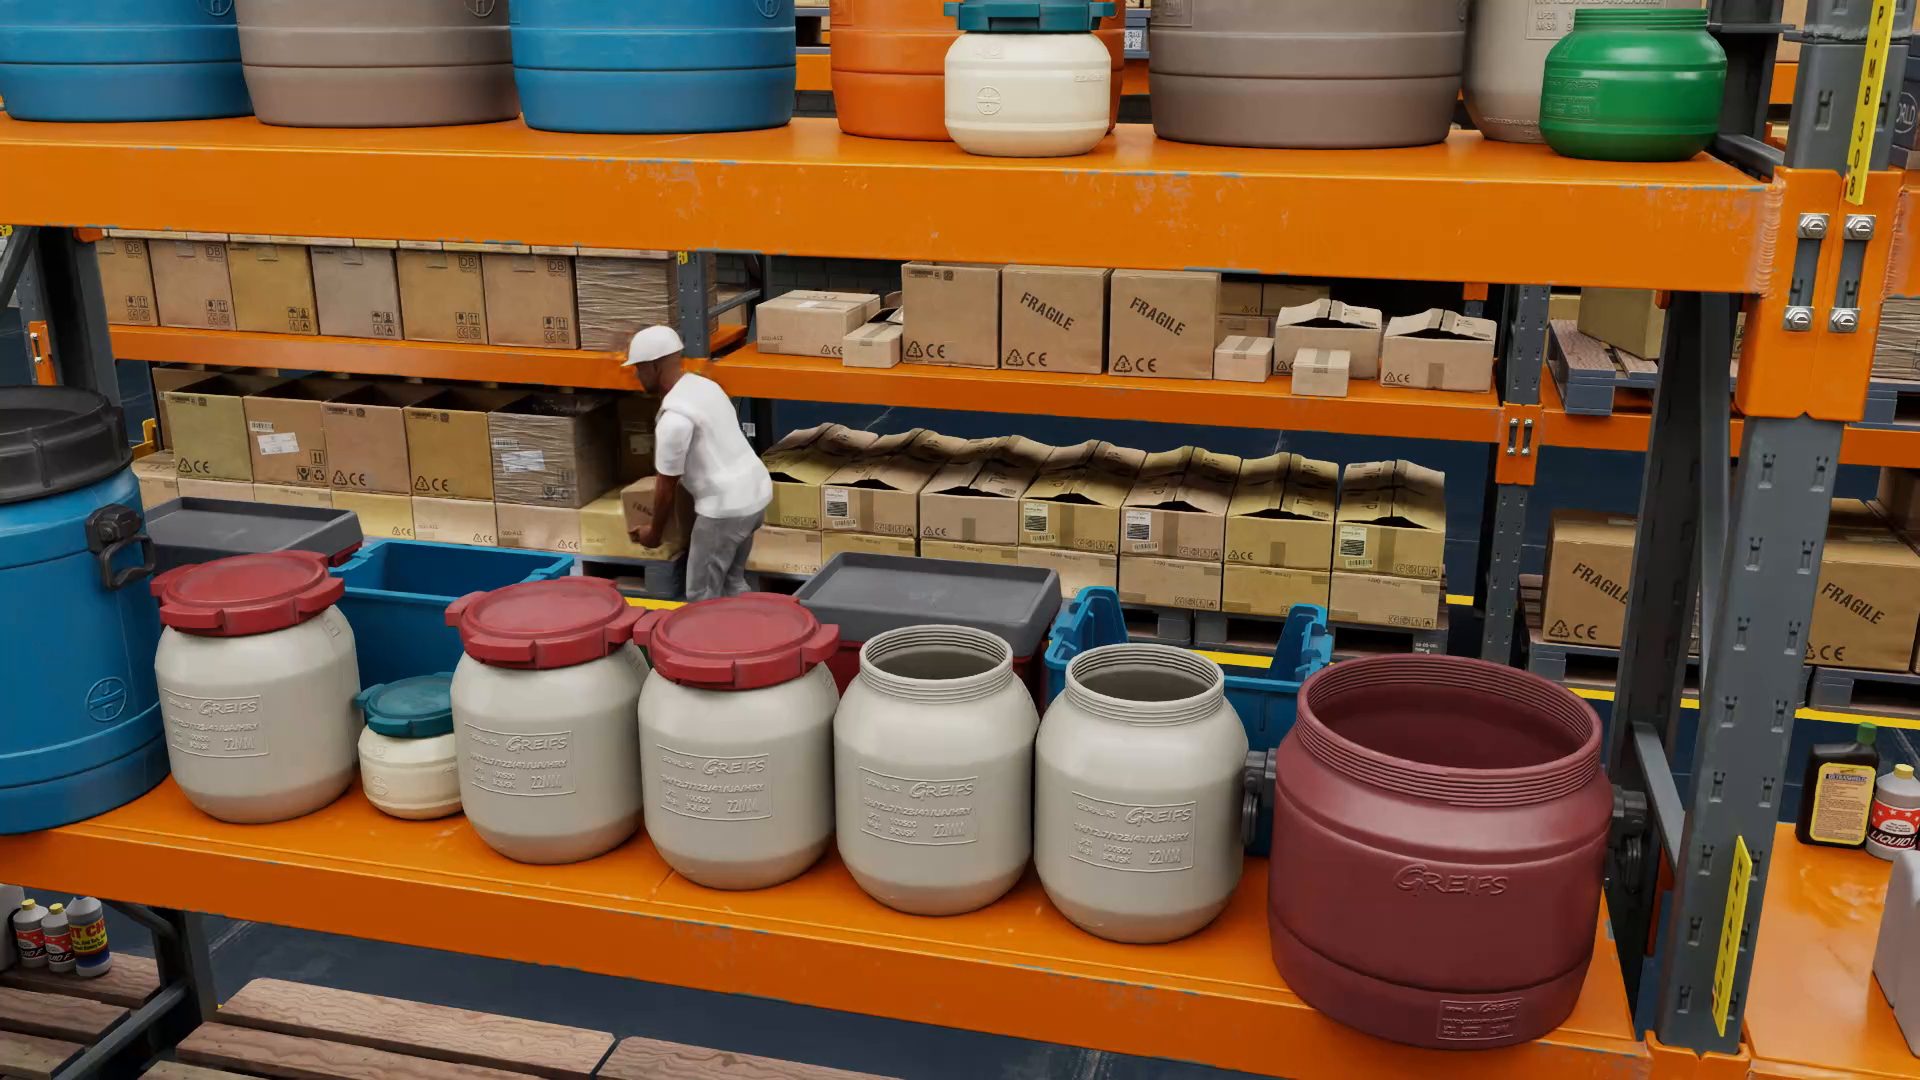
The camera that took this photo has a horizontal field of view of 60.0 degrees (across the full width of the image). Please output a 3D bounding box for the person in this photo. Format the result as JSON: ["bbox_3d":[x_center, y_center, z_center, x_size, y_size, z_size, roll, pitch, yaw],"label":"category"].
[{"bbox_3d":[-1.178,-0.124,7.513,0.637,1.693,0.488,4,19,13],"label":"person"}]
